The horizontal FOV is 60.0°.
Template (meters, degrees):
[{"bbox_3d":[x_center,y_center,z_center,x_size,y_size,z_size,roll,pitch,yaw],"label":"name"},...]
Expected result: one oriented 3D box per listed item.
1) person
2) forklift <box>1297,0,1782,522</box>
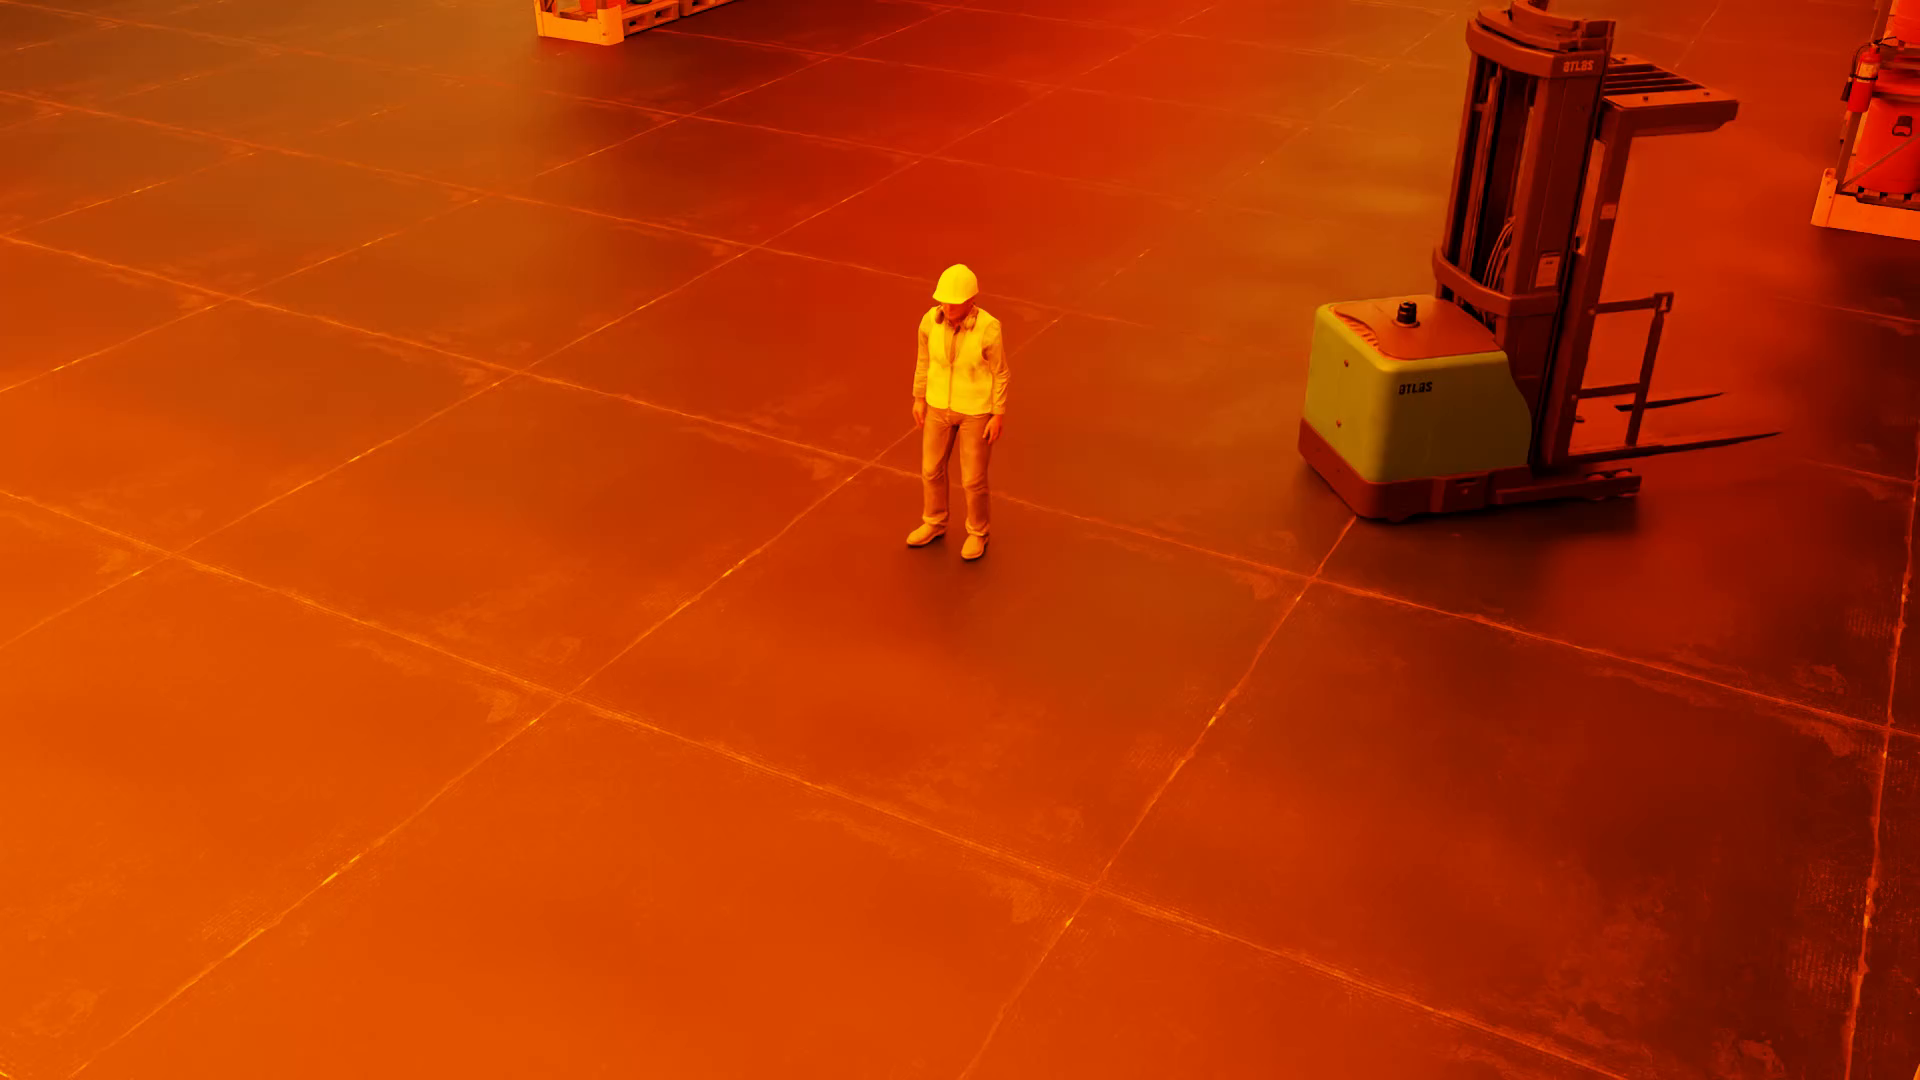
[{"bbox_3d":[-0.003,-0.753,9.538,0.580,1.770,0.463,14,33,23],"label":"person"},{"bbox_3d":[3.783,-1.761,10.122,3.031,2.935,1.130,-7,31,-12],"label":"forklift"}]
